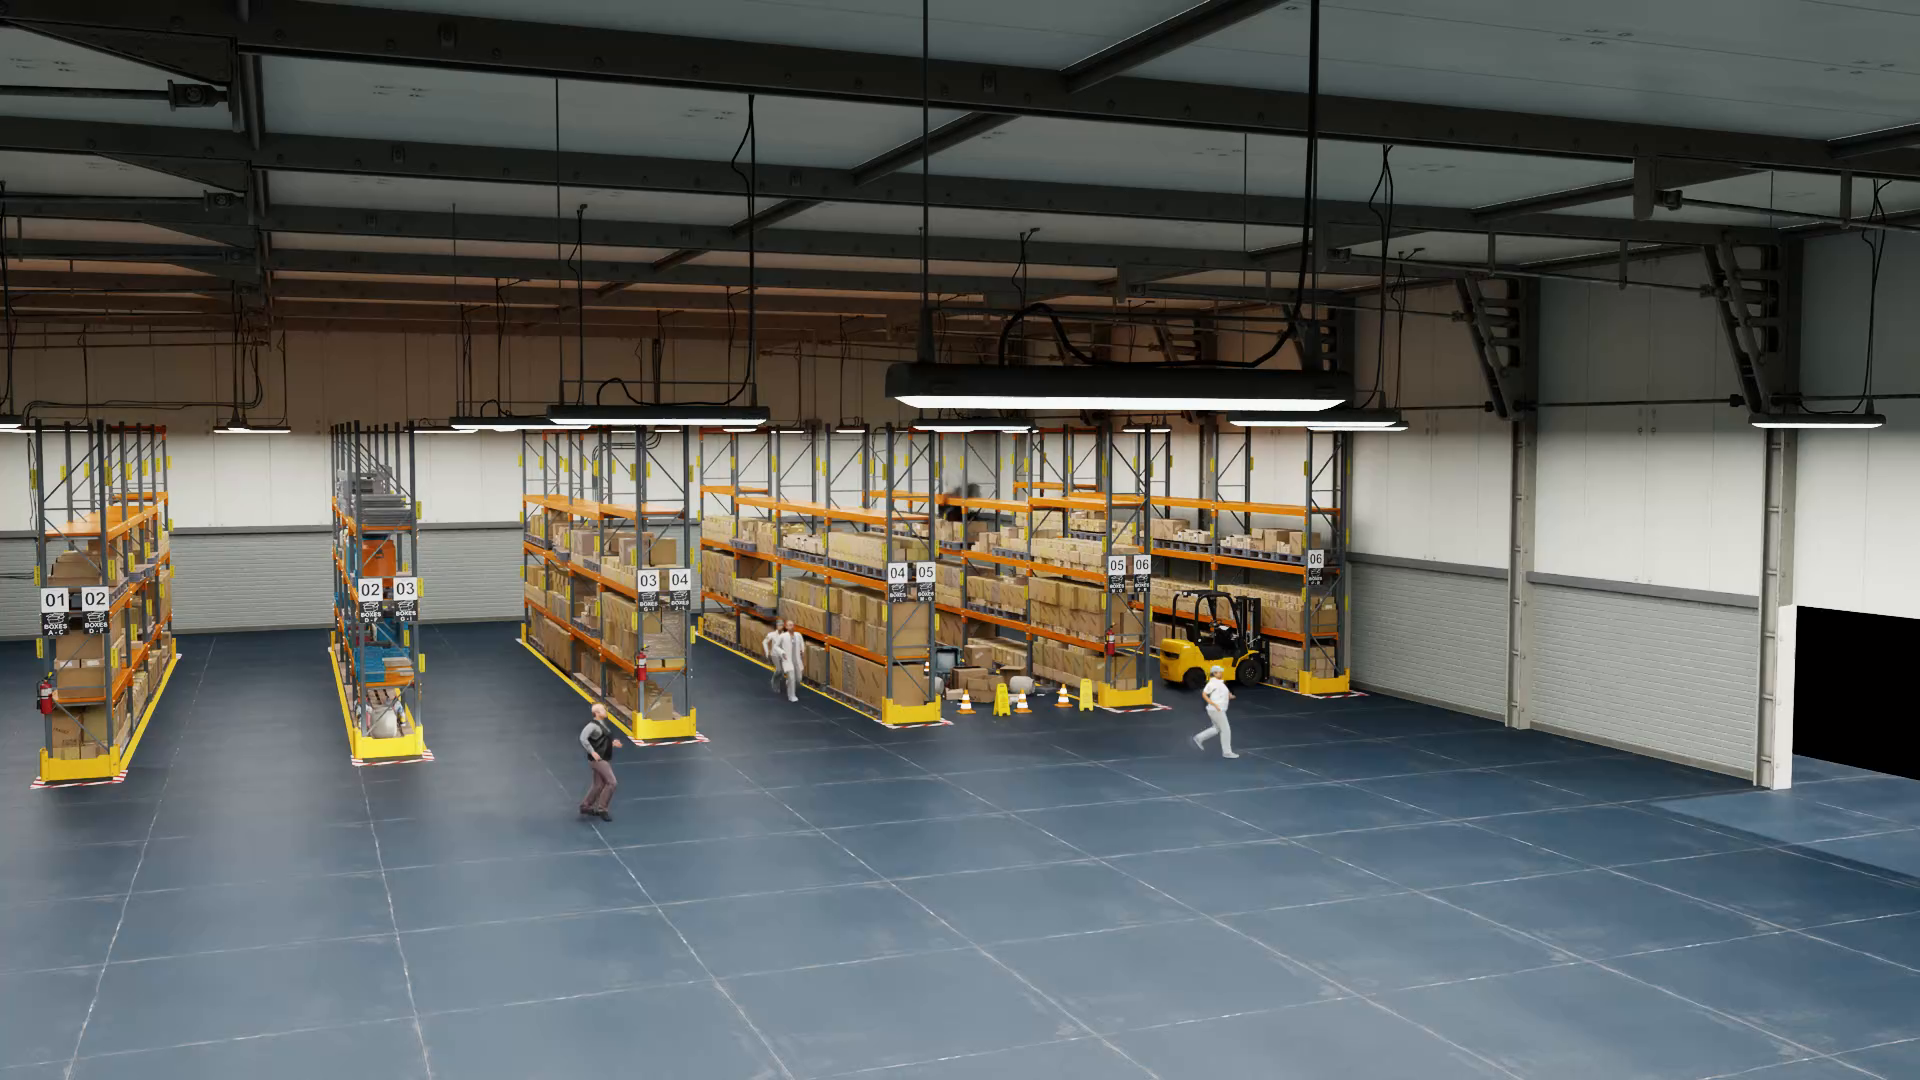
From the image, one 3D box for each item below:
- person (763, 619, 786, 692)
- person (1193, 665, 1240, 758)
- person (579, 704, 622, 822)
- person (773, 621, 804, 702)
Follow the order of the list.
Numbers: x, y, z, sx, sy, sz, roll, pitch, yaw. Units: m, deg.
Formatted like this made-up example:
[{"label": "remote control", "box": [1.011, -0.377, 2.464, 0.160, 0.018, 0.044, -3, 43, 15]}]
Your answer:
[{"label": "person", "box": [-4.014, 2.577, 36.908, 0.583, 1.642, 0.700, -2, 4, -31]}, {"label": "person", "box": [4.563, 3.042, 29.647, 0.878, 1.639, 0.618, 1, 4, 21]}, {"label": "person", "box": [-5.372, 3.324, 24.816, 0.658, 1.763, 0.649, 0, 4, -1]}, {"label": "person", "box": [-3.672, 2.649, 35.973, 0.711, 1.645, 0.716, -2, 4, -29]}]
